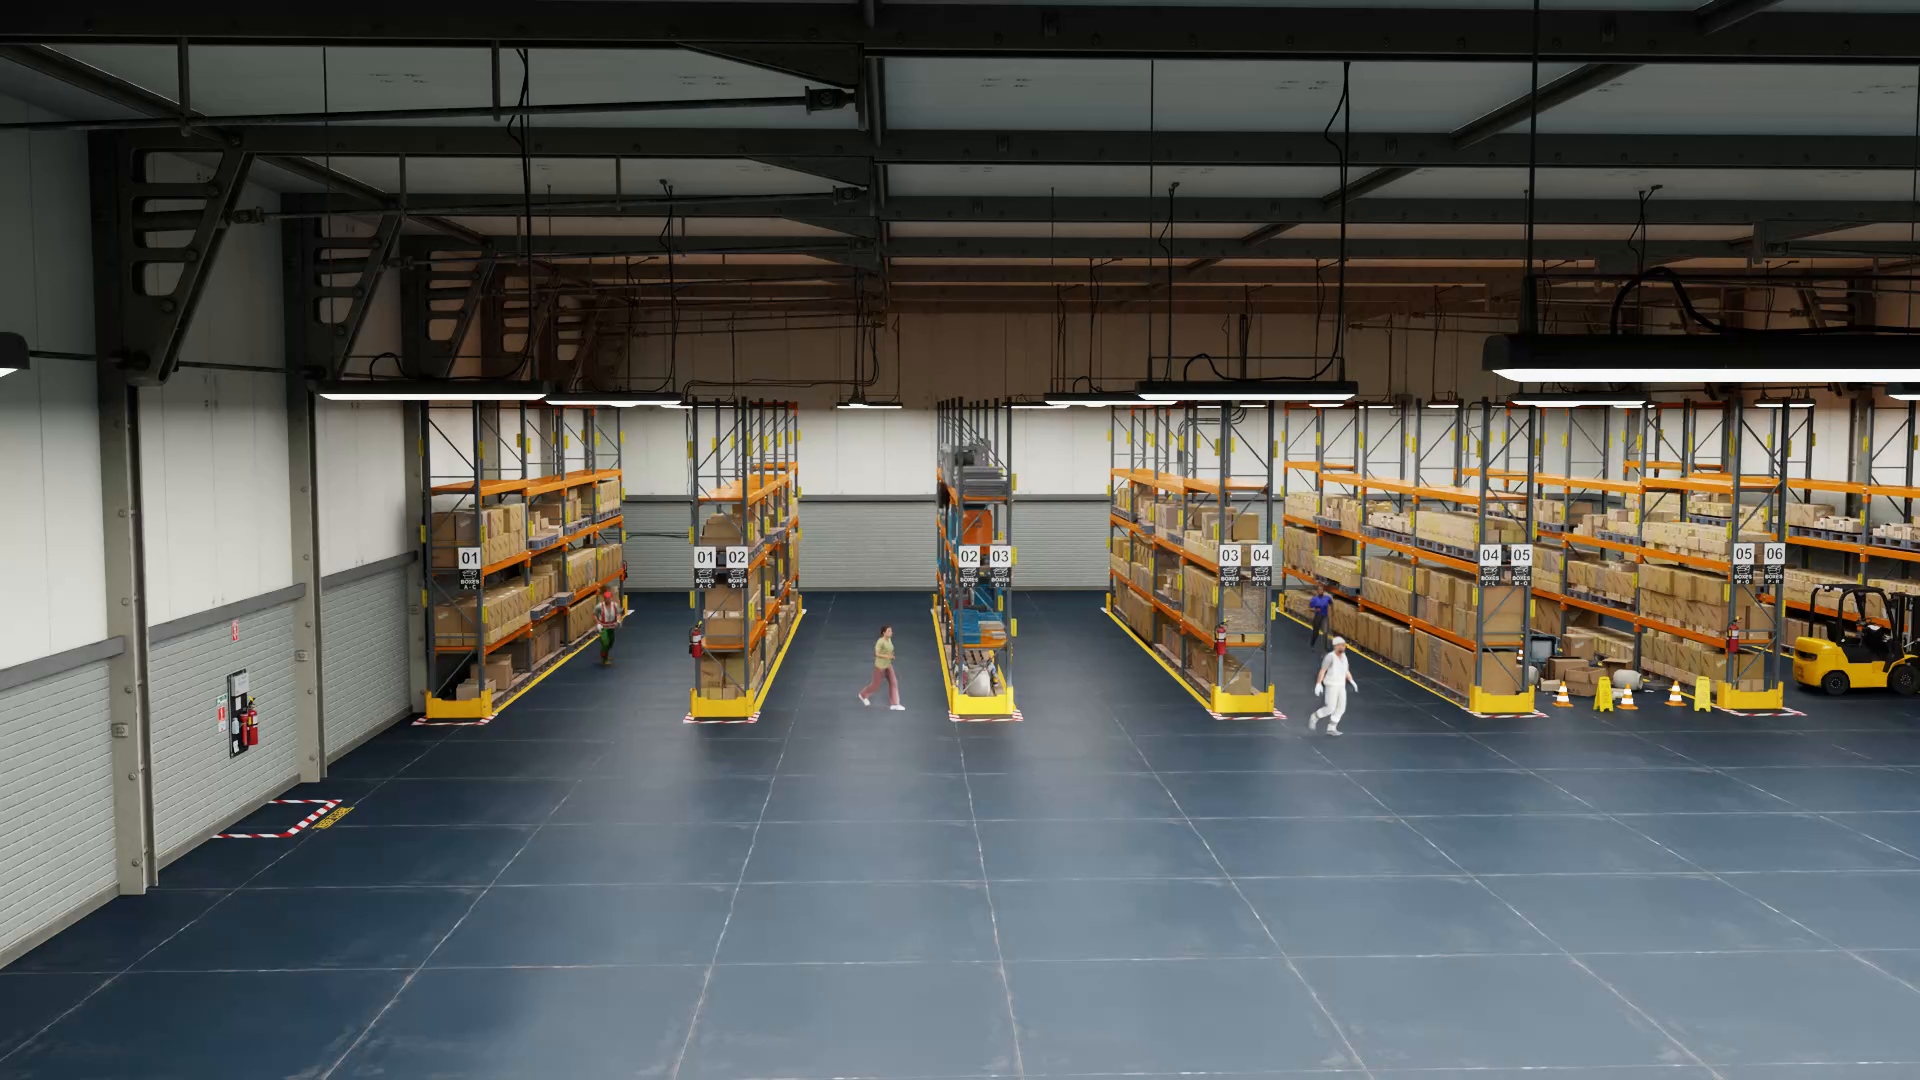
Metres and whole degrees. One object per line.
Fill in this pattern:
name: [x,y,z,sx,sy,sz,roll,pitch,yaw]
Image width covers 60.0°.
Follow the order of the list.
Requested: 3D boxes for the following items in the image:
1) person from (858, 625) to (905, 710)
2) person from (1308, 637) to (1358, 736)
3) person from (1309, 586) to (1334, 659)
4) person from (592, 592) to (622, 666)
person: [-1.514,2.423,31.794,1.026,1.631,0.550,3,5,35]
person: [6.568,2.573,29.393,0.723,1.755,0.684,-3,6,-38]
person: [8.440,1.900,38.897,0.598,1.699,0.895,0,4,5]
person: [-7.982,1.981,37.550,0.663,1.697,0.901,-4,6,-40]
